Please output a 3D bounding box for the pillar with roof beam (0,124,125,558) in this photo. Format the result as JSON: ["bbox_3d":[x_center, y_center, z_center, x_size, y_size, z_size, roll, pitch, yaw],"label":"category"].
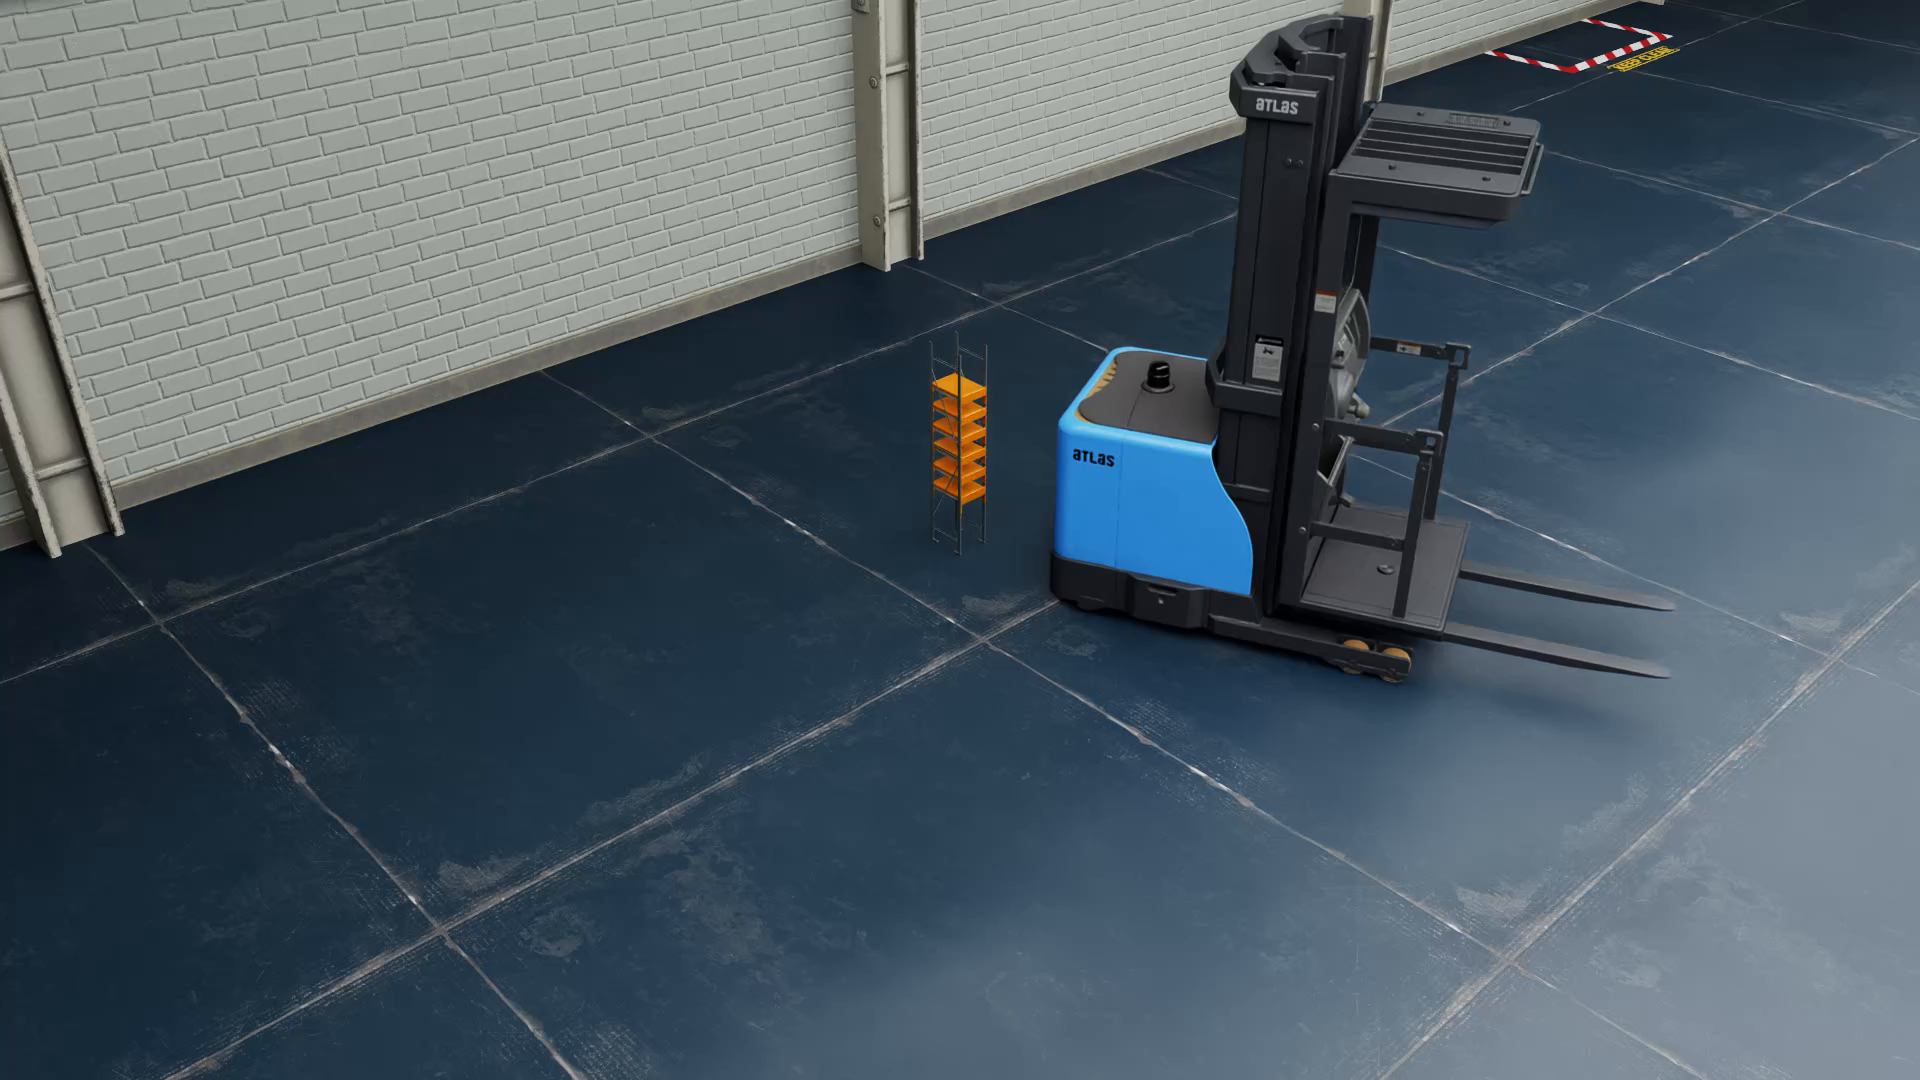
[{"bbox_3d":[-1.996,-2.220,4.254,0.400,9.000,9.100,-26,40,-35],"label":"pillar with roof beam"}]

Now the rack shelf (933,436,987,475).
[{"bbox_3d":[-0.011,-0.469,8.952,0.180,0.103,0.258,-26,40,-35],"label":"rack shelf"}]

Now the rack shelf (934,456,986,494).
[{"bbox_3d":[-0.011,-0.366,9.014,0.180,0.103,0.258,-26,40,-35],"label":"rack shelf"}]

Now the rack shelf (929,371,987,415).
[{"bbox_3d":[-0.011,-0.776,8.764,0.180,0.103,0.258,-26,40,-35],"label":"rack shelf"}]

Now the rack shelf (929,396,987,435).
[{"bbox_3d":[-0.011,-0.674,8.827,0.180,0.103,0.258,-26,40,-35],"label":"rack shelf"}]

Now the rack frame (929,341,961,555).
[{"bbox_3d":[-0.078,-0.474,8.876,0.006,1.200,0.240,-26,40,-35],"label":"rack frame"}]

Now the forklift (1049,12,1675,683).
[{"bbox_3d":[2.038,-0.870,7.864,3.031,2.935,1.130,12,33,18],"label":"forklift"}]

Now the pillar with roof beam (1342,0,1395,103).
[{"bbox_3d":[6.803,-6.476,11.215,0.400,9.000,9.100,-26,40,-35],"label":"pillar with roof beam"}]

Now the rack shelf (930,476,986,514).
[{"bbox_3d":[-0.011,-0.264,9.077,0.180,0.103,0.258,-26,40,-35],"label":"rack shelf"}]

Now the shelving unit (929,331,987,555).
[{"bbox_3d":[-0.011,-0.507,8.929,0.189,1.200,0.258,-26,40,-35],"label":"shelving unit"}]

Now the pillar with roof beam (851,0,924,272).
[{"bbox_3d":[2.403,-4.348,7.734,0.400,9.000,9.100,-26,40,-35],"label":"pillar with roof beam"}]

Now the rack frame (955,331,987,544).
[{"bbox_3d":[0.056,-0.539,8.982,0.006,1.200,0.240,-26,40,-35],"label":"rack frame"}]

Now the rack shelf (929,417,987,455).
[{"bbox_3d":[-0.011,-0.571,8.889,0.180,0.103,0.258,-26,40,-35],"label":"rack shelf"}]
